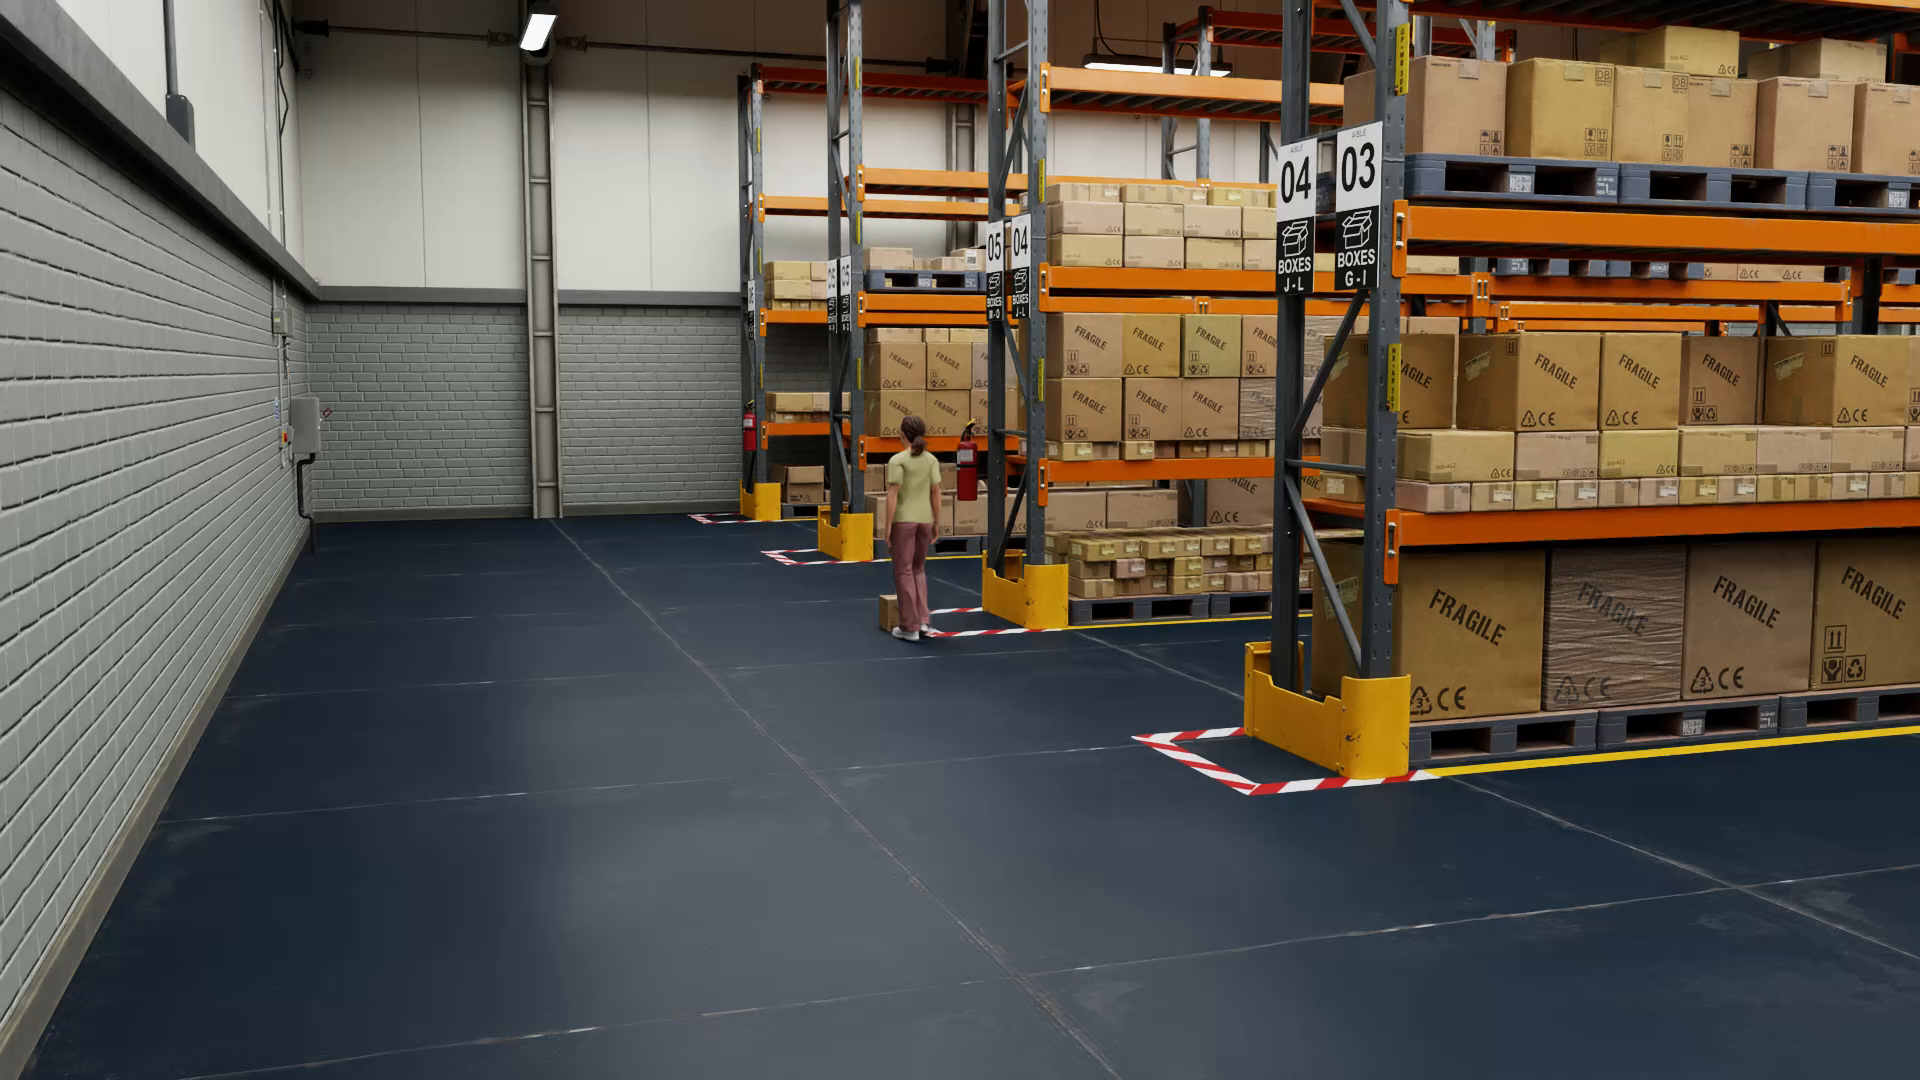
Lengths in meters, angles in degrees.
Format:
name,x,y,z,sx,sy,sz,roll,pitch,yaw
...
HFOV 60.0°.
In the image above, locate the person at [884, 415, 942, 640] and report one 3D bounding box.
name,x,y,z,sx,sy,sz,roll,pitch,yaw
person,-0.395,-0.081,12.406,0.455,1.699,0.447,-4,7,-34
